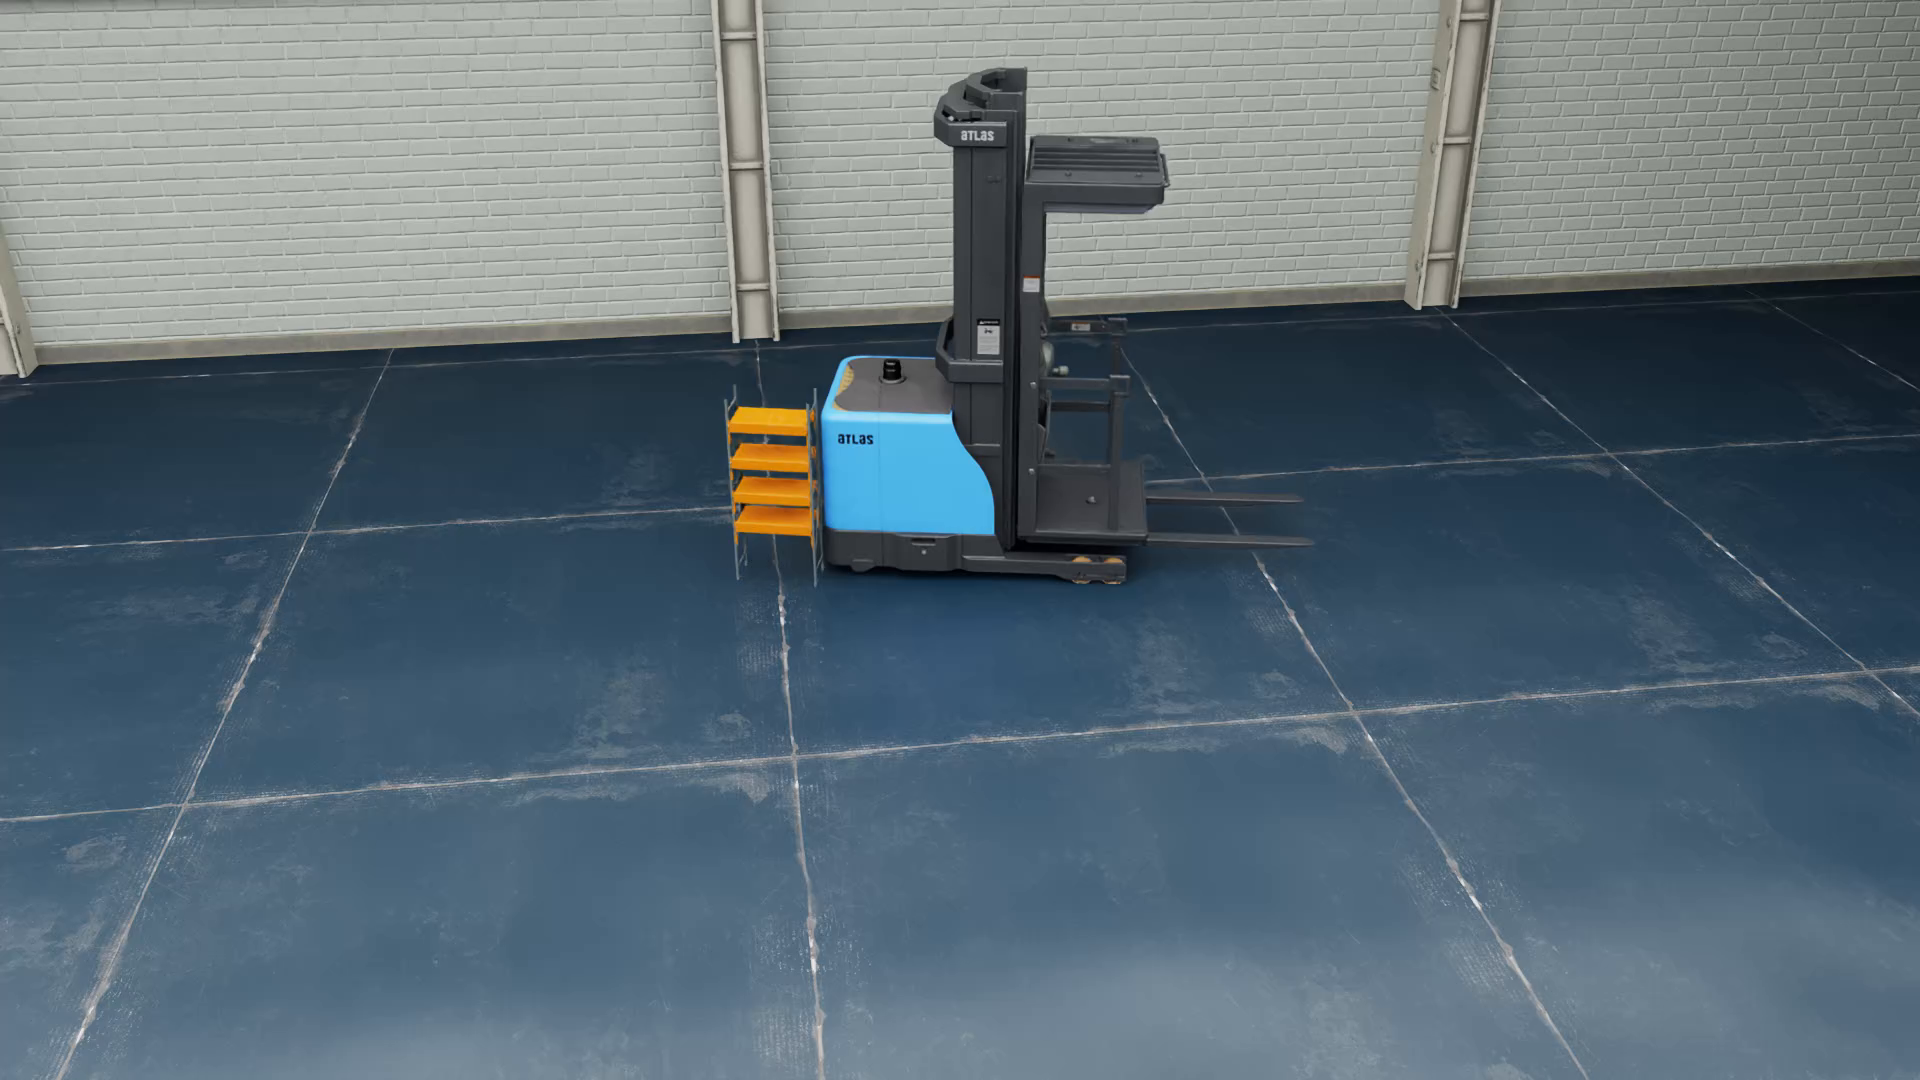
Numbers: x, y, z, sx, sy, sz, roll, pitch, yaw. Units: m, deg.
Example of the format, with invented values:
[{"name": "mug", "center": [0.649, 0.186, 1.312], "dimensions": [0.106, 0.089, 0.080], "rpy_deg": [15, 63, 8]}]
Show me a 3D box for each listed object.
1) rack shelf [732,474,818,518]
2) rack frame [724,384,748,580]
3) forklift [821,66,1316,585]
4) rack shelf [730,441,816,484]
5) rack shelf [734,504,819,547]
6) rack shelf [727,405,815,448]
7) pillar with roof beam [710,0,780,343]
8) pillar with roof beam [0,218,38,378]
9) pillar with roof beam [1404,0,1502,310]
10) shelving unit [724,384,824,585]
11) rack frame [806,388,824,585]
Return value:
[{"name": "rack shelf", "center": [-1.116, -0.268, 10.105], "dimensions": [0.480, 0.148, 0.258], "rpy_deg": [3, 27, 6]}, {"name": "rack frame", "center": [-1.358, -0.341, 10.100], "dimensions": [0.015, 1.200, 0.240], "rpy_deg": [3, 27, 6]}, {"name": "forklift", "center": [0.696, -1.278, 10.030], "dimensions": [3.031, 2.935, 1.130], "rpy_deg": [2, 27, 4]}, {"name": "rack shelf", "center": [-1.116, -0.467, 10.002], "dimensions": [0.480, 0.148, 0.258], "rpy_deg": [3, 27, 6]}, {"name": "rack shelf", "center": [-1.116, -0.091, 10.195], "dimensions": [0.480, 0.148, 0.258], "rpy_deg": [3, 27, 6]}, {"name": "rack shelf", "center": [-1.116, -0.677, 9.894], "dimensions": [0.480, 0.148, 0.258], "rpy_deg": [3, 27, 6]}, {"name": "pillar with roof beam", "center": [-1.135, -3.796, 8.291], "dimensions": [0.400, 9.000, 9.100], "rpy_deg": [-4, 27, -7]}, {"name": "pillar with roof beam", "center": [-7.076, -3.415, 7.548], "dimensions": [0.400, 9.000, 9.100], "rpy_deg": [-4, 27, -7]}, {"name": "pillar with roof beam", "center": [4.807, -4.178, 9.035], "dimensions": [0.400, 9.000, 9.100], "rpy_deg": [-4, 27, -7]}, {"name": "shelving unit", "center": [-1.116, -0.327, 10.074], "dimensions": [0.503, 1.200, 0.258], "rpy_deg": [3, 27, 6]}, {"name": "rack frame", "center": [-0.874, -0.314, 10.048], "dimensions": [0.015, 1.200, 0.240], "rpy_deg": [3, 27, 6]}]
